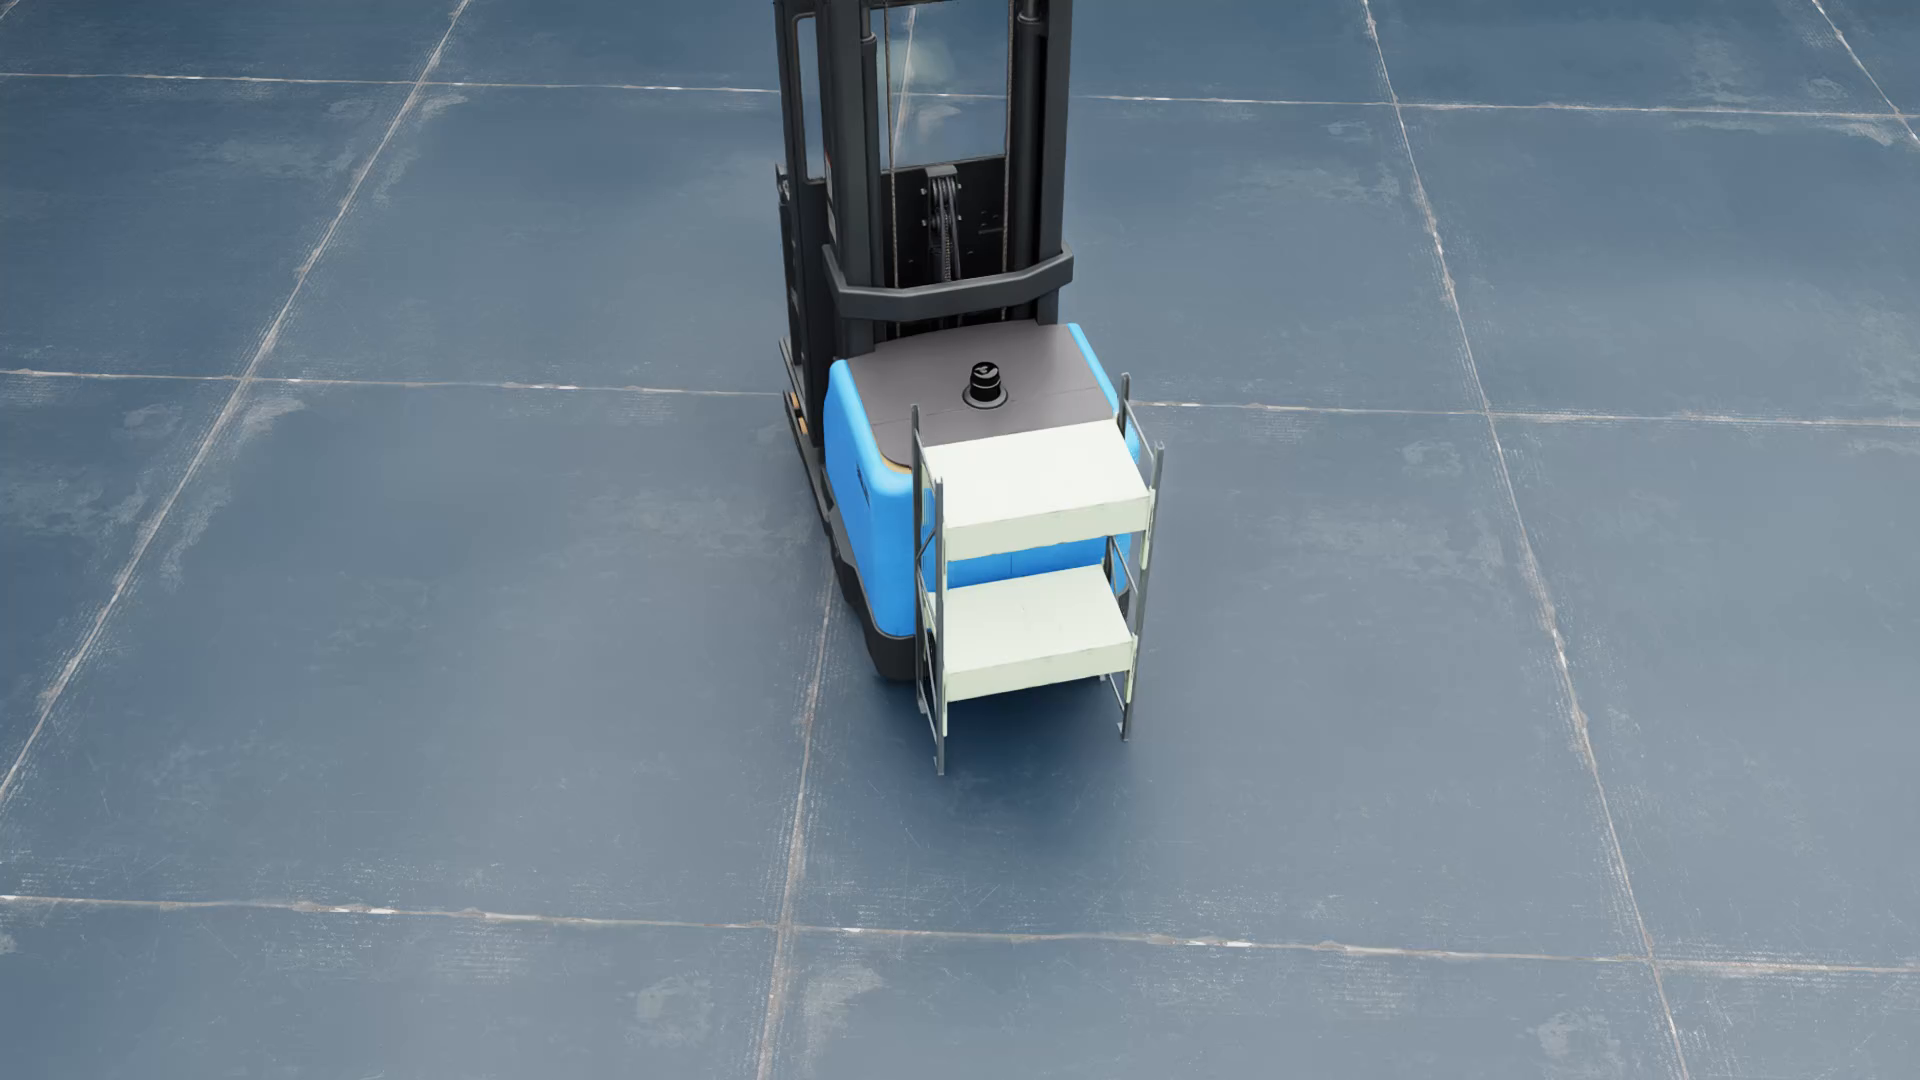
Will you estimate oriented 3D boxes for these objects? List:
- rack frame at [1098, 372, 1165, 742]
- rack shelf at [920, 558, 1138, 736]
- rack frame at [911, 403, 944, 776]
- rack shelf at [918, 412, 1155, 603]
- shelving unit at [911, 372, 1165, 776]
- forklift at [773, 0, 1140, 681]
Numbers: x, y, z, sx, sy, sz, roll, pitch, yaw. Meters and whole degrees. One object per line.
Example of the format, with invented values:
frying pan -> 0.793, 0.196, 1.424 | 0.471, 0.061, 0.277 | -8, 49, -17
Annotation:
rack frame -> 0.601, 0.105, 6.028 | 0.023, 1.500, 0.400 | -9, 45, -10
rack shelf -> 0.243, 0.395, 6.195 | 0.720, 0.370, 0.431 | -9, 45, -10
rack frame -> -0.112, 0.220, 5.905 | 0.023, 1.500, 0.400 | -9, 45, -10
rack shelf -> 0.247, -0.116, 5.693 | 0.720, 0.370, 0.431 | -9, 45, -10
shelving unit -> 0.244, 0.162, 5.967 | 0.755, 1.500, 0.431 | -9, 45, -10
forklift -> -0.198, -1.538, 6.750 | 1.130, 2.935, 3.031 | -10, 44, -11
